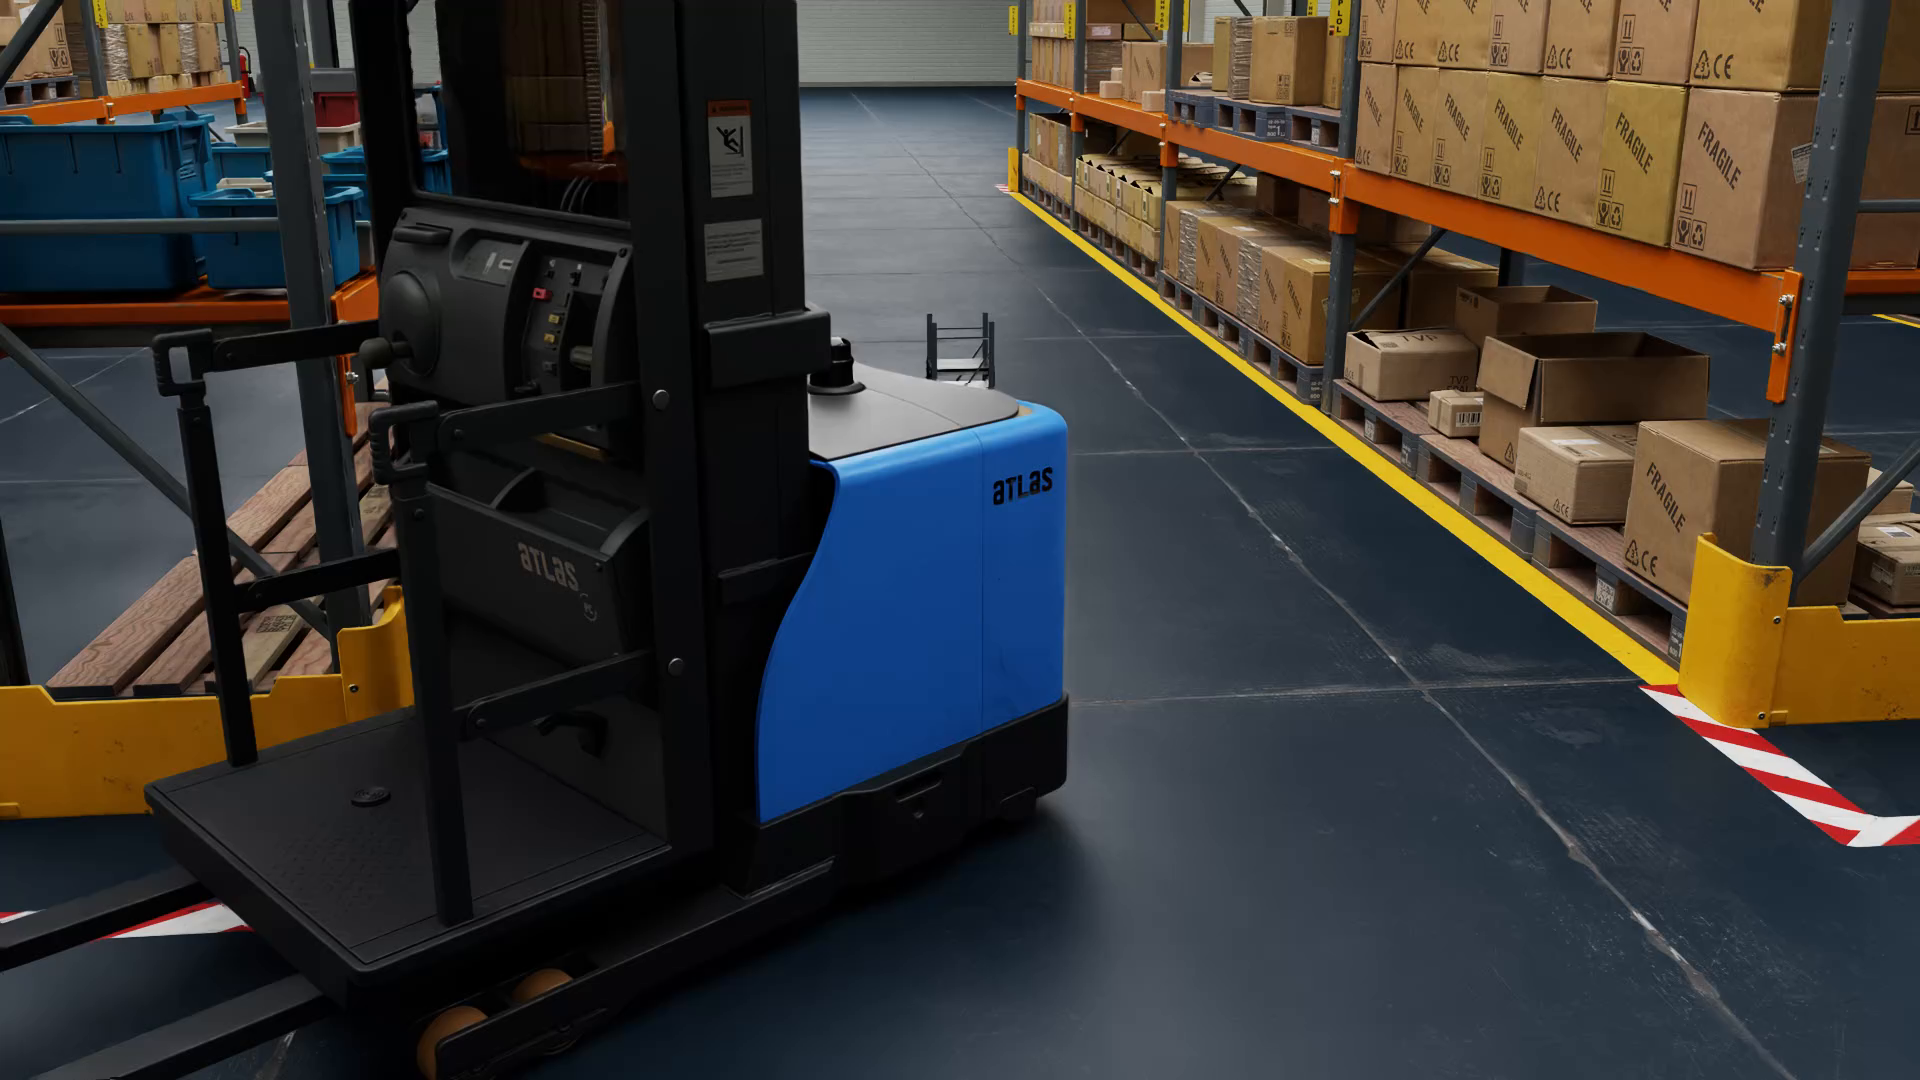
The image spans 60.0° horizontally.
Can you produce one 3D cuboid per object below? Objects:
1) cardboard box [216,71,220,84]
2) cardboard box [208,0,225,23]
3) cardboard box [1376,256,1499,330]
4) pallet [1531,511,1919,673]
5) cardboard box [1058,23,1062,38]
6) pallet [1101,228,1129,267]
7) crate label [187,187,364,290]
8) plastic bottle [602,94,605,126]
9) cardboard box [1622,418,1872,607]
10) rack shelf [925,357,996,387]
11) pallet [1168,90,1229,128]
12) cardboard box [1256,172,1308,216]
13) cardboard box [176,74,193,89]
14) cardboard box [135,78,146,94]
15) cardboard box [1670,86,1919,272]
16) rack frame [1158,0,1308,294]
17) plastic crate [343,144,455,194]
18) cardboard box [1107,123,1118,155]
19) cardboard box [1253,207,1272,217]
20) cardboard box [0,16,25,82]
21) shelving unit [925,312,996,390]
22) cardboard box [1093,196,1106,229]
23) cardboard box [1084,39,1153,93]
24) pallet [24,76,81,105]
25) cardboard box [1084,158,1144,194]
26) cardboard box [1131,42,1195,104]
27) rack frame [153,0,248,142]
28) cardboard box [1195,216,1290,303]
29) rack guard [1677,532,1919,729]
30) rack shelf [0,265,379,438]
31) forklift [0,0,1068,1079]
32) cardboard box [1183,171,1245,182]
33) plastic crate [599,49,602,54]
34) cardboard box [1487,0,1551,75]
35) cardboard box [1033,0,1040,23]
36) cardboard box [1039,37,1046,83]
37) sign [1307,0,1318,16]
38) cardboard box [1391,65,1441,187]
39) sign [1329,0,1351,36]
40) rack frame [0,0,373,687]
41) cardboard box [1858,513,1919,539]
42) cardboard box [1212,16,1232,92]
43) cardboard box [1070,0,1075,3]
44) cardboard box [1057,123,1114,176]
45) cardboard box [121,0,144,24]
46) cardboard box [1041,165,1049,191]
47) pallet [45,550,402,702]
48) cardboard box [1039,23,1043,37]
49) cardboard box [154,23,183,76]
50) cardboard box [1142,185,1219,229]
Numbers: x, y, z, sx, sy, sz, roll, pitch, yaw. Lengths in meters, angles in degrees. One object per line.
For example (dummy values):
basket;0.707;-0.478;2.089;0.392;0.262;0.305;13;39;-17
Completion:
cardboard box;-8.411;-5.108;18.359;0.380;0.149;0.250;-2;18;-6
cardboard box;-8.368;-5.891;18.102;0.500;0.500;0.500;-2;18;-6
cardboard box;2.613;-1.279;9.183;0.500;0.500;0.500;-3;18;-8
pallet;2.742;0.152;5.842;1.003;0.211;1.213;-2;18;-6
cardboard box;1.225;-5.304;17.314;0.380;0.149;0.250;-1;17;-4
pallet;1.839;-2.581;14.546;1.003;0.211;1.213;-2;18;-6
crate label;-1.792;-0.799;4.395;0.416;0.233;0.303;-2;18;-6
plastic bottle;-2.429;-2.919;11.160;0.061;0.283;0.133;-2;18;-6
cardboard box;2.532;-0.090;5.396;0.500;0.500;0.500;-2;18;-6
rack shelf;0.001;-0.653;6.464;0.258;0.077;0.200;-2;18;-6
pallet;2.148;-3.011;11.580;1.213;0.211;1.003;-2;18;-6
cardboard box;2.348;-2.389;11.467;0.500;0.250;0.500;-1;17;-4
cardboard box;-8.177;-4.739;17.183;0.380;0.149;0.250;-2;18;-6
cardboard box;-8.083;-4.365;15.993;0.380;0.149;0.250;-2;18;-6
cardboard box;2.516;-1.092;4.979;0.500;0.500;0.500;-1;17;-4
rack frame;2.008;-3.302;12.188;1.000;3.000;0.127;-2;18;-6
plastic crate;-1.959;-1.281;5.929;0.416;0.233;0.300;-2;18;-6
cardboard box;1.800;-4.037;17.165;0.500;0.500;0.500;-2;18;-6
cardboard box;2.338;-2.048;11.632;0.500;0.500;0.500;-1;17;-3
cardboard box;-7.988;-3.925;13.298;0.797;0.503;0.637;0;17;0
shelving unit;0.001;-0.427;6.535;0.258;0.900;0.210;-2;18;-6
cardboard box;1.498;-2.948;14.949;0.500;0.250;0.500;-2;18;-7
cardboard box;1.544;-4.674;16.389;0.700;0.500;0.500;-2;18;-7
pallet;-8.324;-3.865;14.302;1.003;0.211;1.213;-2;18;-6
cardboard box;1.437;-3.370;15.356;0.500;0.311;0.500;-2;18;-6
cardboard box;1.765;-4.006;14.263;0.500;0.500;0.500;-2;18;-6
rack frame;-8.671;-5.381;18.809;1.000;3.000;0.127;-2;18;-6
cardboard box;1.877;-1.870;11.063;0.500;0.500;0.500;-2;18;-6
rack guard;2.826;0.251;5.042;1.175;0.500;0.348;-2;18;-6
rack shelf;-2.300;-1.020;6.118;1.077;0.370;4.000;-2;18;-6
forklift;-1.119;-0.491;3.349;3.031;2.935;1.130;-16;24;-42
cardboard box;2.133;-2.932;13.961;0.500;0.311;0.500;-2;18;-7
plastic crate;-2.781;-3.672;13.258;0.402;0.464;0.583;-2;18;-6
cardboard box;2.350;-2.025;6.285;0.500;0.500;0.500;-1;17;-4
cardboard box;1.224;-6.197;19.076;0.700;0.500;0.500;-2;18;-5
cardboard box;1.277;-5.438;18.823;0.700;0.500;0.500;-1;17;-4
sign;2.547;-3.836;12.089;0.100;0.325;0.005;-2;18;-6
cardboard box;2.258;-1.846;7.381;0.500;0.500;0.500;-1;17;-5
sign;1.869;-2.645;8.160;0.100;0.325;0.005;-2;18;-6
rack frame;-2.094;-0.767;4.112;1.000;3.000;0.127;-2;18;-6
cardboard box;3.106;0.013;5.623;0.380;0.166;0.250;-2;18;-6
cardboard box;2.185;-3.366;11.523;0.700;0.500;0.500;-8;19;-24
cardboard box;1.490;-5.443;16.674;0.700;0.500;0.500;-2;18;-6
cardboard box;1.290;-4.021;17.115;0.500;0.500;0.500;-2;18;-6
cardboard box;-8.105;-5.147;15.730;0.500;0.500;0.500;-2;18;-6
cardboard box;1.170;-3.961;18.174;0.500;0.250;0.500;-2;18;-6
pallet;-2.140;0.317;5.316;1.003;0.211;1.213;-2;18;-6
cardboard box;1.087;-5.691;18.547;0.380;0.149;0.250;-2;18;-6
cardboard box;-8.422;-4.961;16.807;0.875;0.500;0.500;-2;18;-6
cardboard box;1.709;-2.607;12.926;0.500;0.311;0.500;-1;17;-4
